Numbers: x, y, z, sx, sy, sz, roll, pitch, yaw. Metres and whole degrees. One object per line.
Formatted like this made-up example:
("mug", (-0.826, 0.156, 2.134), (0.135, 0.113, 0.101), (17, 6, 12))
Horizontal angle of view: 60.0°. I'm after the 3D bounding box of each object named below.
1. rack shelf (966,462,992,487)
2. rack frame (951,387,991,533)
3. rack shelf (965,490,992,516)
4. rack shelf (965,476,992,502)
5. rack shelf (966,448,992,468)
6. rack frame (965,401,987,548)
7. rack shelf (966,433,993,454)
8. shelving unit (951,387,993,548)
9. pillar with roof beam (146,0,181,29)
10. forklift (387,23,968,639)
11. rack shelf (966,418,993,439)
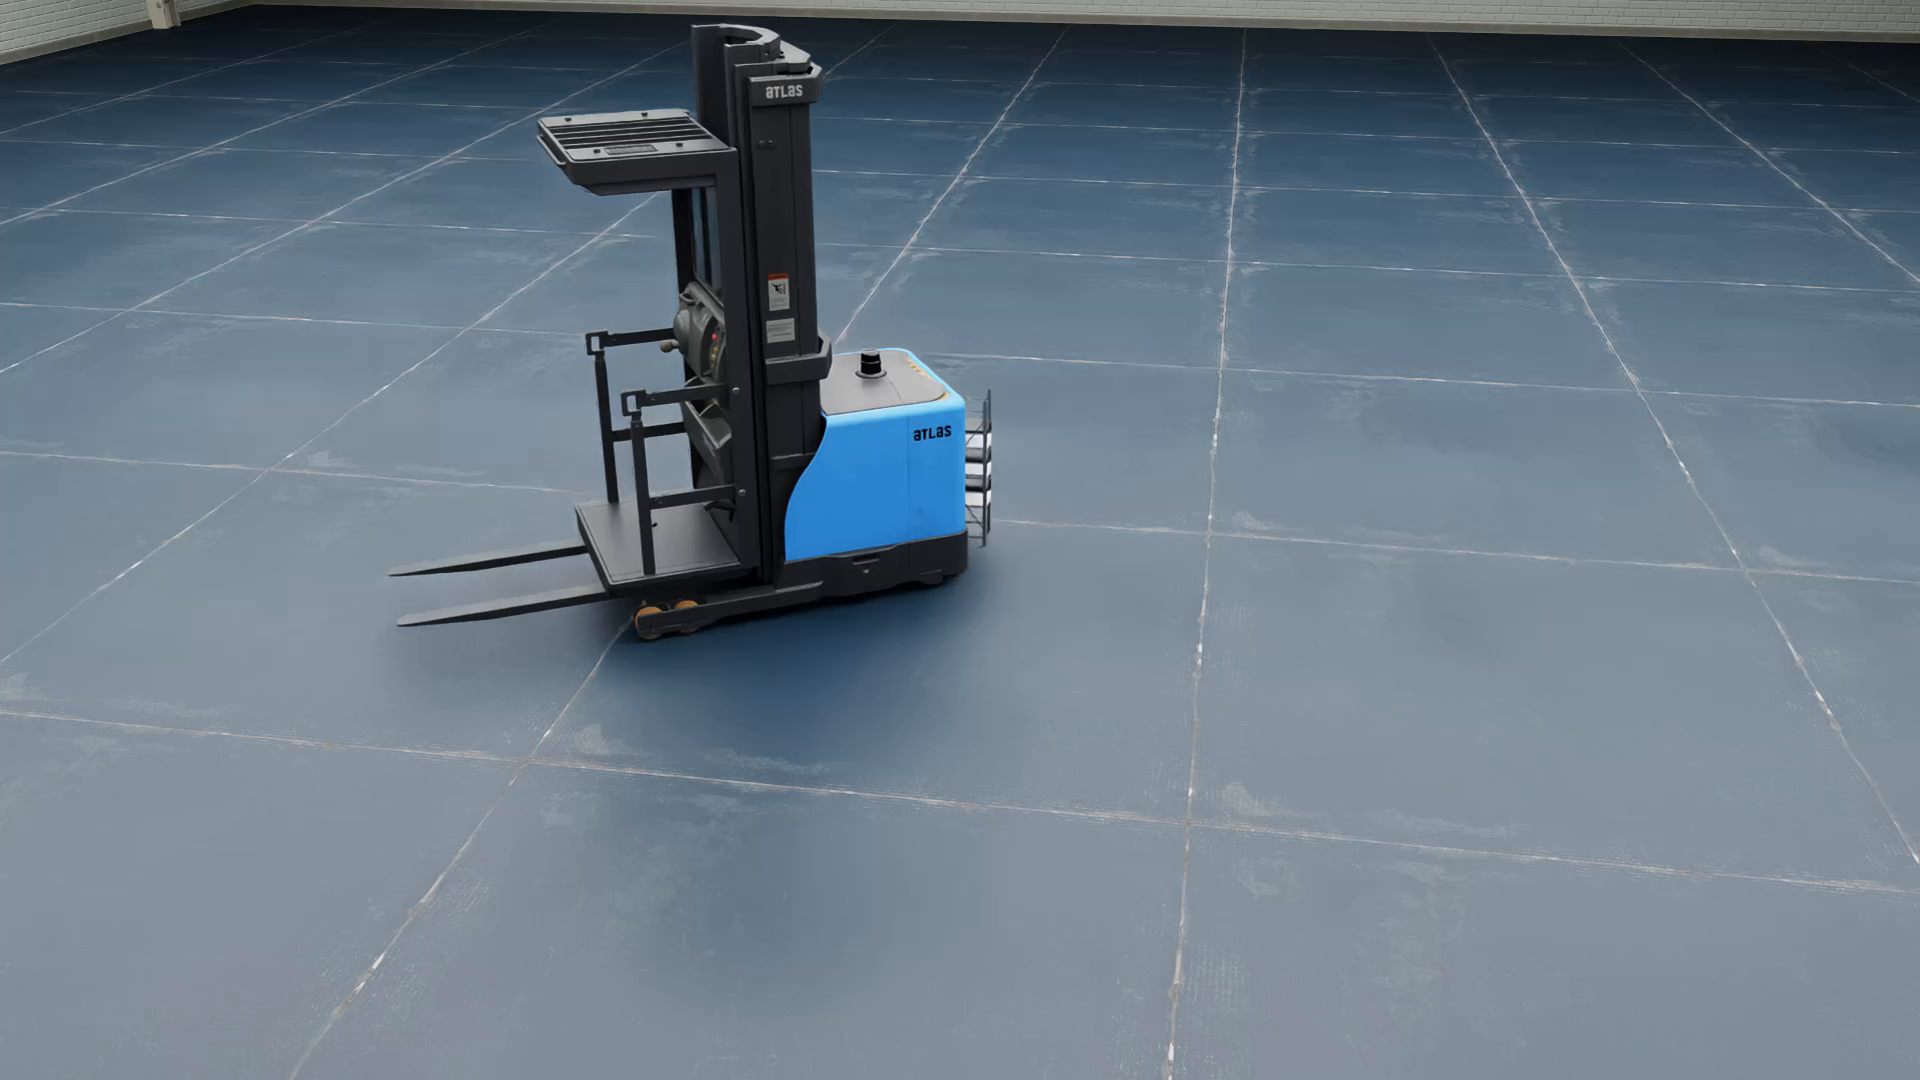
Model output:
("rack shelf", (0.046, -0.384, 9.587), (0.258, 0.077, 0.200), (3, 25, 7))
("rack frame", (0.060, -0.457, 9.664), (0.240, 0.900, 0.006), (3, 25, 7))
("rack shelf", (0.046, -0.221, 9.663), (0.258, 0.077, 0.200), (3, 25, 7))
("rack shelf", (0.046, -0.302, 9.625), (0.258, 0.077, 0.200), (3, 25, 7))
("rack shelf", (0.046, -0.465, 9.549), (0.258, 0.077, 0.200), (3, 25, 7))
("rack frame", (0.032, -0.371, 9.481), (0.240, 0.900, 0.006), (3, 25, 7))
("rack shelf", (0.046, -0.547, 9.510), (0.258, 0.077, 0.200), (3, 25, 7))
("shelving unit", (0.046, -0.414, 9.573), (0.258, 0.900, 0.210), (3, 25, 7))
("pillar with roof beam", (-9.410, -12.608, 26.071), (9.100, 9.000, 0.400), (4, 25, 9))
("forklift", (-1.526, -1.065, 8.567), (3.031, 2.935, 1.130), (-9, 27, -19))
("rack shelf", (0.046, -0.628, 9.472), (0.258, 0.077, 0.200), (3, 25, 7))
